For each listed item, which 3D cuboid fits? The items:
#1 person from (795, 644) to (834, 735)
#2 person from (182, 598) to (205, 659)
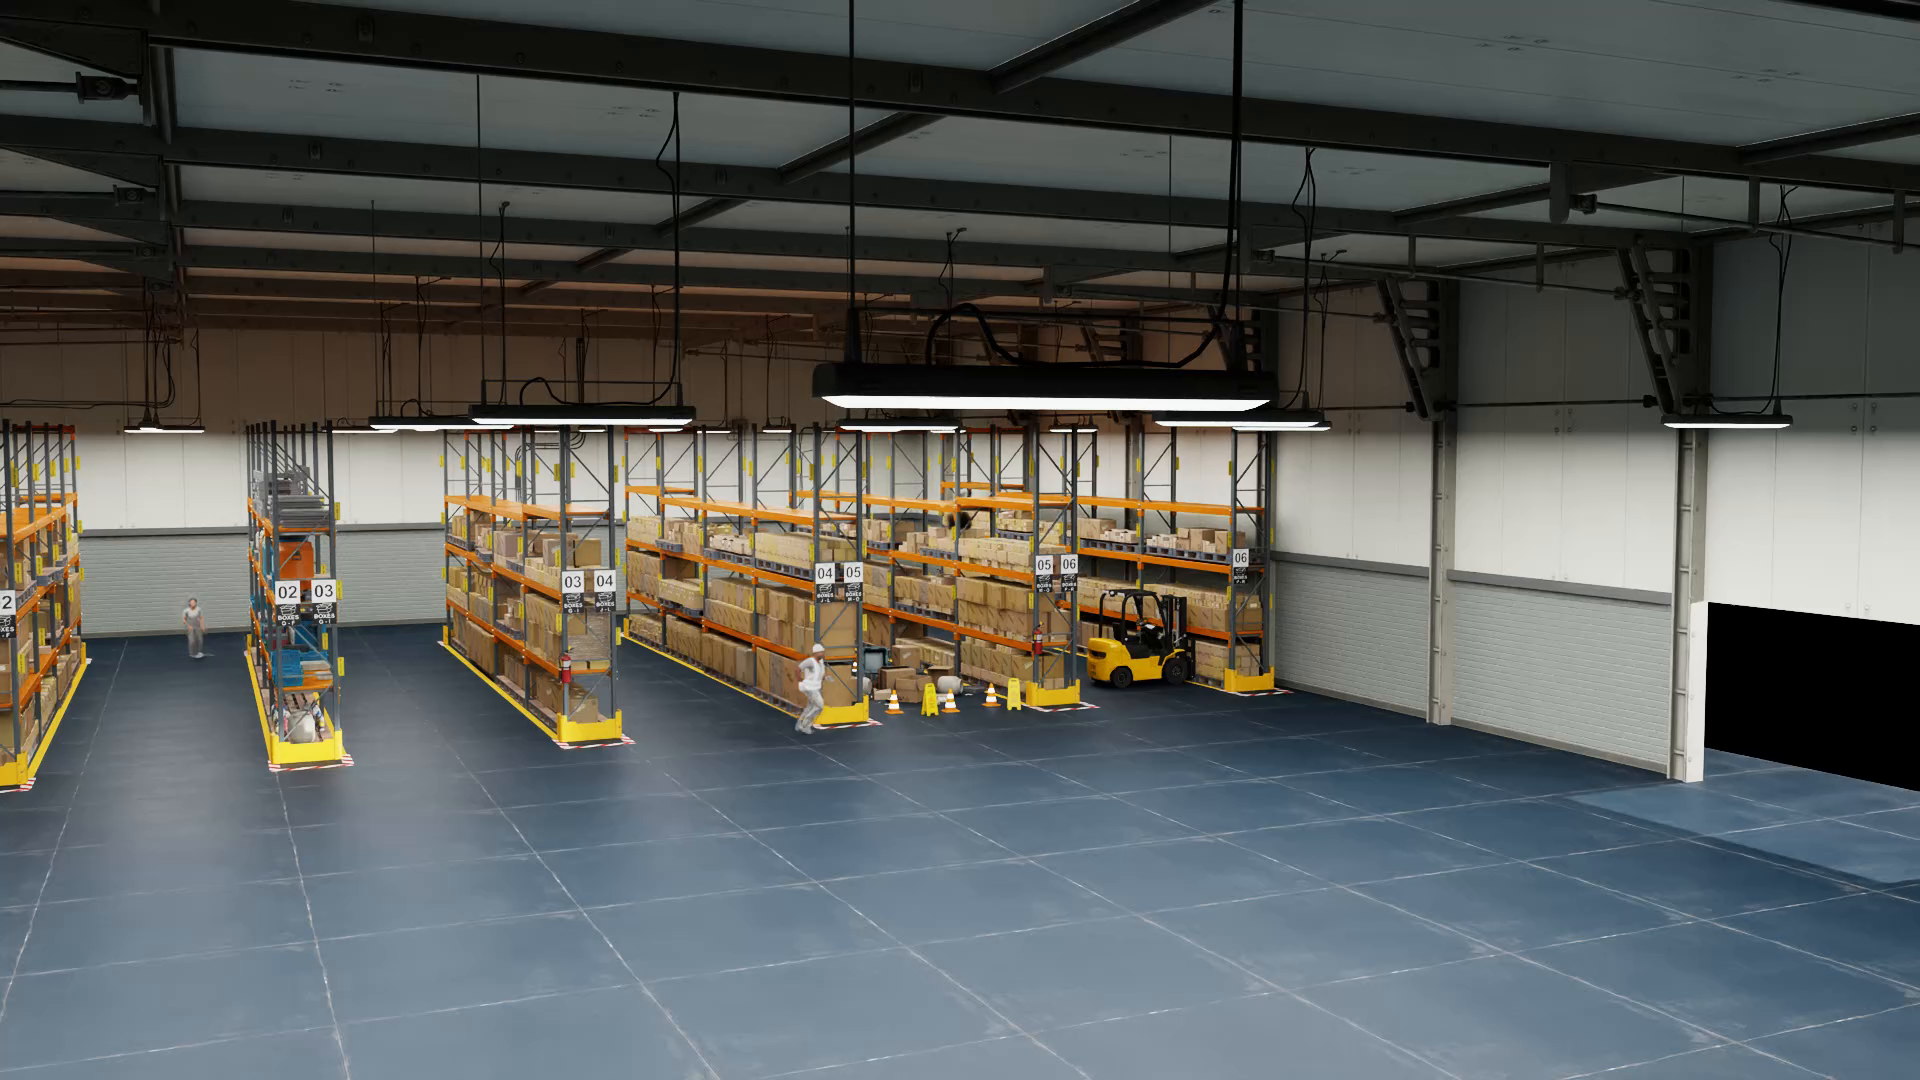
[{"bbox_3d":[-2.807,2.868,31.876,0.780,1.753,0.674,1,4,20],"label":"person"},{"bbox_3d":[-19.714,2.266,42.729,0.537,1.591,0.692,-3,5,-38],"label":"person"}]
